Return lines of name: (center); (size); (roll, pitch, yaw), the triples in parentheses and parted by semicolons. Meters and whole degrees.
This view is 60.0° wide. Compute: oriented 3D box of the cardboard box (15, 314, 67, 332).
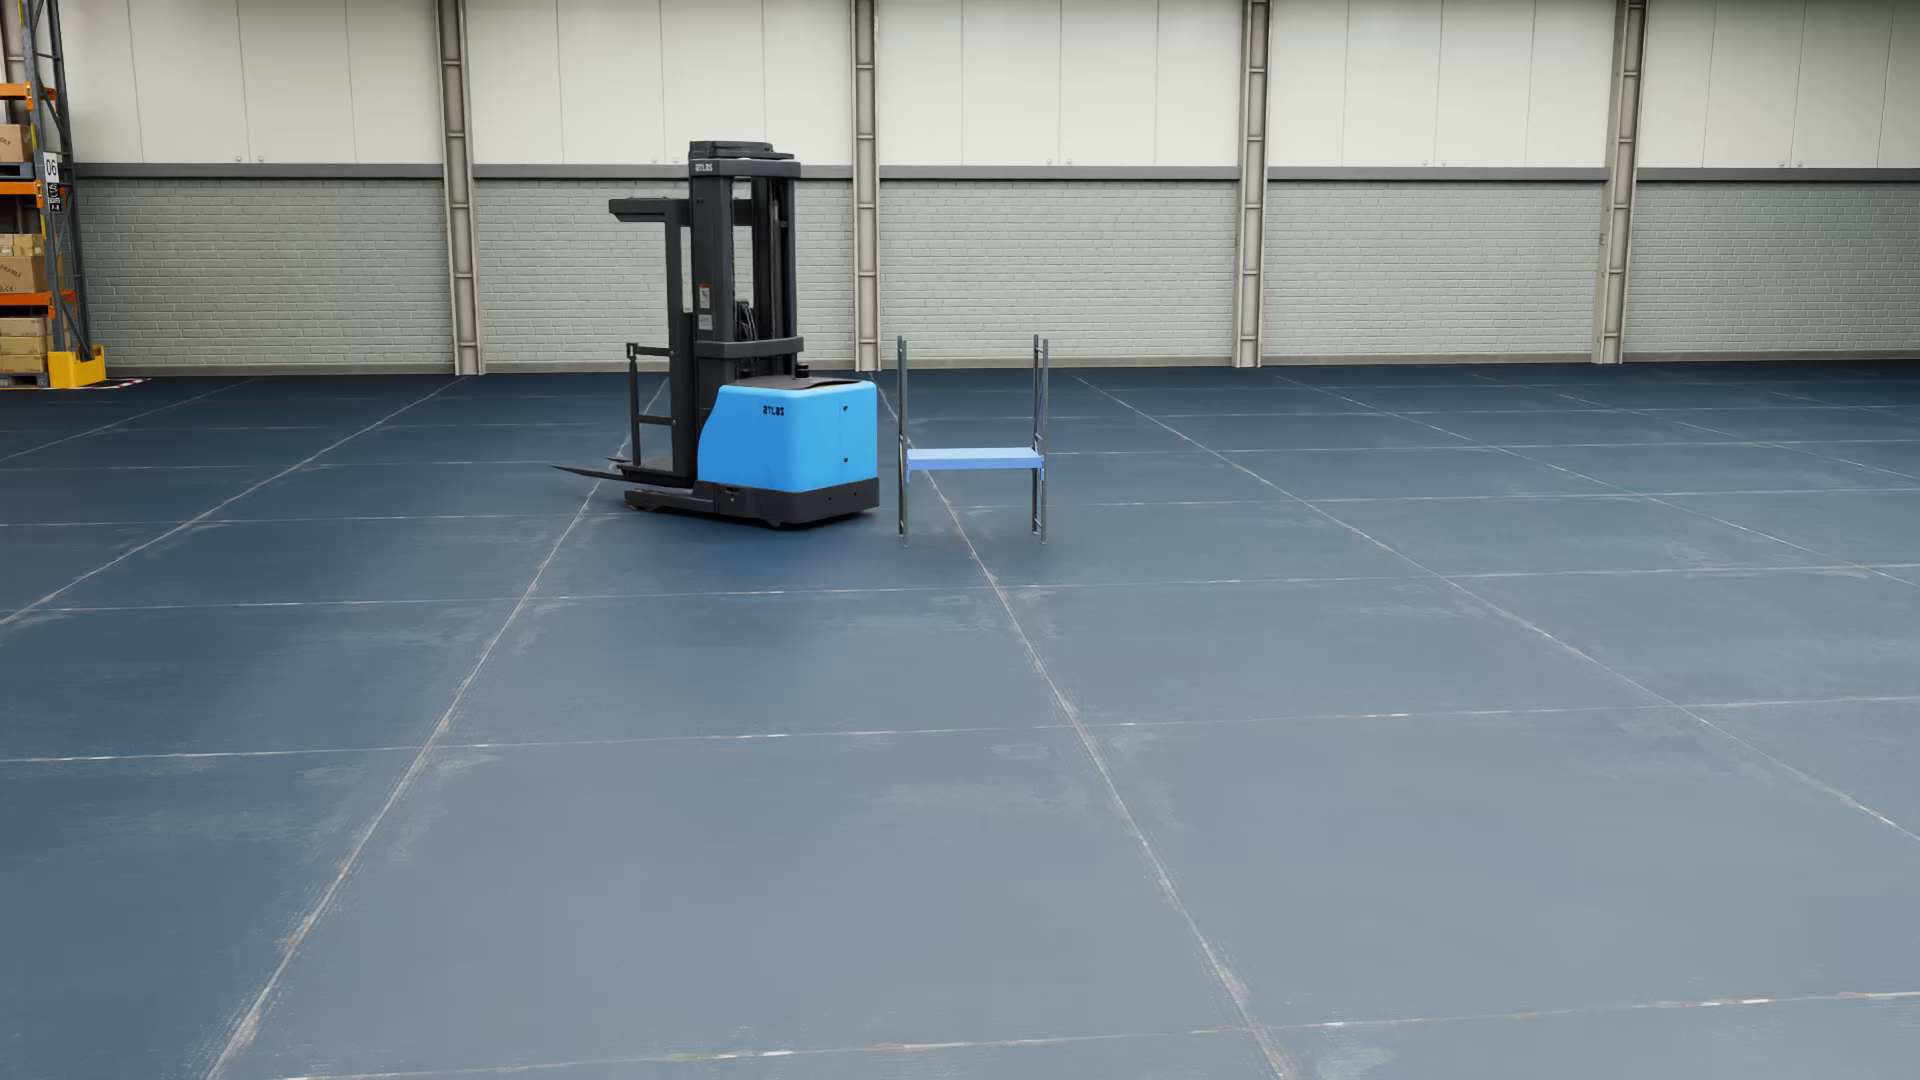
cardboard box: (-13.066, -3.068, 23.648); (0.500, 0.250, 0.500); (-1, 11, -7)

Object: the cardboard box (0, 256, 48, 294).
cardboard box: (-13.029, -3.683, 23.068); (0.500, 0.500, 0.500); (-1, 11, -7)

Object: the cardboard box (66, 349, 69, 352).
cardboard box: (-13.077, -2.579, 23.749); (0.500, 0.250, 0.500); (-1, 11, -6)

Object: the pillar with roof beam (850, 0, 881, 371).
pillar with roof beam: (-0.963, -6.221, 20.685); (0.400, 9.000, 9.100); (-1, 11, -6)

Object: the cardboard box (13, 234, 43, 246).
cardboard box: (-12.901, -4.160, 23.041); (0.250, 0.149, 0.380); (-1, 11, -6)

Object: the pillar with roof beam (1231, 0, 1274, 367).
pillar with roof beam: (5.002, -6.346, 21.320); (0.400, 9.000, 9.100); (-1, 11, -6)

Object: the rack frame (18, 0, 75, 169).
rack frame: (-12.568, -6.638, 22.807); (0.127, 3.000, 1.000); (-1, 11, -6)

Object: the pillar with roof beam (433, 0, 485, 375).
pillar with roof beam: (-6.927, -6.096, 20.049); (0.400, 9.000, 9.100); (-1, 11, -6)

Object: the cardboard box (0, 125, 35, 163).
cardboard box: (-12.981, -5.415, 22.752); (0.500, 0.500, 0.500); (-1, 11, -4)

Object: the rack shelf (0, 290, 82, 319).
rack shelf: (-14.556, -3.300, 23.243); (4.000, 0.370, 1.077); (-1, 11, -6)

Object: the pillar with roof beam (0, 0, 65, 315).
pillar with roof beam: (-12.892, -5.971, 19.413); (0.400, 9.000, 9.100); (-1, 11, -6)

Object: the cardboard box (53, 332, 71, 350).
cardboard box: (-13.058, -2.827, 23.715); (0.500, 0.250, 0.500); (-1, 11, -5)

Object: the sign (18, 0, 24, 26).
sign: (-12.523, -7.031, 22.178); (0.005, 0.325, 0.100); (-1, 11, -6)

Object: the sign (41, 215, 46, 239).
sign: (-12.523, -4.275, 22.720); (0.005, 0.325, 0.100); (-1, 11, -6)

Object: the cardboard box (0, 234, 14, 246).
cardboard box: (-13.143, -4.149, 22.985); (0.250, 0.149, 0.380); (-1, 11, -6)

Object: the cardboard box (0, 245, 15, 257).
cardboard box: (-13.133, -3.990, 22.947); (0.250, 0.149, 0.380); (-1, 11, -5)

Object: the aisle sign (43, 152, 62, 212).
aisle sign: (-12.471, -4.915, 22.855); (0.004, 0.787, 0.394); (-1, 11, -6)

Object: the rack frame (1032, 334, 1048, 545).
rack frame: (0.590, -0.748, 12.286); (0.032, 1.500, 0.500); (-1, 11, -6)

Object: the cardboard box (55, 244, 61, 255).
cardboard box: (-12.933, -4.105, 23.531); (0.250, 0.149, 0.380); (-1, 11, -8)

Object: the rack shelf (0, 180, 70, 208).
rack shelf: (-14.556, -4.772, 22.954); (4.000, 0.370, 1.077); (-1, 11, -6)

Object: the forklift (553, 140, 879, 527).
forklift: (-2.135, -1.740, 13.621); (3.031, 2.935, 1.130); (8, 14, 36)

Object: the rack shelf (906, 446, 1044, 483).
rack shelf: (0.085, -0.561, 12.267); (1.000, 0.185, 0.538); (-1, 11, -6)

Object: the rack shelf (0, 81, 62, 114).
rack shelf: (-14.556, -6.047, 22.703); (4.000, 0.370, 1.077); (-1, 11, -6)

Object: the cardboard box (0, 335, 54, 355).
cardboard box: (-13.018, -2.727, 23.206); (0.500, 0.250, 0.500); (-1, 11, -7)

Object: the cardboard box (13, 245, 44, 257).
cardboard box: (-12.882, -4.001, 23.003); (0.250, 0.149, 0.380); (-1, 11, -5)

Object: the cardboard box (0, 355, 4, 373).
cardboard box: (-13.496, -2.473, 23.209); (0.500, 0.250, 0.500); (-1, 11, -6)

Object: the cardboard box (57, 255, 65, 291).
cardboard box: (-13.090, -3.787, 23.595); (0.500, 0.500, 0.500); (-1, 11, -4)

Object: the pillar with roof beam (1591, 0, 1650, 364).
pillar with roof beam: (10.967, -6.471, 21.956); (0.400, 9.000, 9.100); (-1, 11, -6)

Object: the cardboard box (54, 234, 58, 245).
cardboard box: (-12.925, -4.242, 23.458); (0.250, 0.149, 0.380); (-1, 11, -7)

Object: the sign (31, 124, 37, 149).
sign: (-12.523, -5.458, 22.488); (0.005, 0.325, 0.100); (-1, 11, -6)

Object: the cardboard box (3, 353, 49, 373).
cardboard box: (-13.001, -2.481, 23.252); (0.500, 0.250, 0.500); (-1, 11, -6)

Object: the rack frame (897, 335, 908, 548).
rack frame: (-0.421, -0.727, 12.179); (0.032, 1.500, 0.500); (-1, 11, -6)

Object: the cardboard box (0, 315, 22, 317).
cardboard box: (-13.562, -3.057, 23.591); (0.500, 0.250, 0.500); (-1, 11, -6)

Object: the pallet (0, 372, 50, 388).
pallet: (-13.323, -2.303, 23.533); (1.213, 0.211, 1.003); (-1, 11, -6)

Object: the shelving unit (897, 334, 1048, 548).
shelving unit: (0.085, -0.738, 12.232); (1.048, 1.500, 0.538); (-1, 11, -6)

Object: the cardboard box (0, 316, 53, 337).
cardboard box: (-12.992, -2.973, 23.161); (0.500, 0.250, 0.500); (-1, 11, -4)

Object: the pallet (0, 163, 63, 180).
pallet: (-13.273, -5.113, 23.055); (1.213, 0.211, 1.003); (-1, 11, -6)

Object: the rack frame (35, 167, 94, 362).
rack frame: (-12.568, -3.695, 23.386); (0.127, 3.000, 1.000); (-1, 11, -6)

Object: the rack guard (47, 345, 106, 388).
rack guard: (-12.544, -2.469, 23.629); (0.348, 0.500, 1.175); (-1, 11, -6)

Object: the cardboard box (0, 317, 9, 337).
cardboard box: (-13.499, -2.961, 23.101); (0.500, 0.250, 0.500); (-1, 11, -5)
